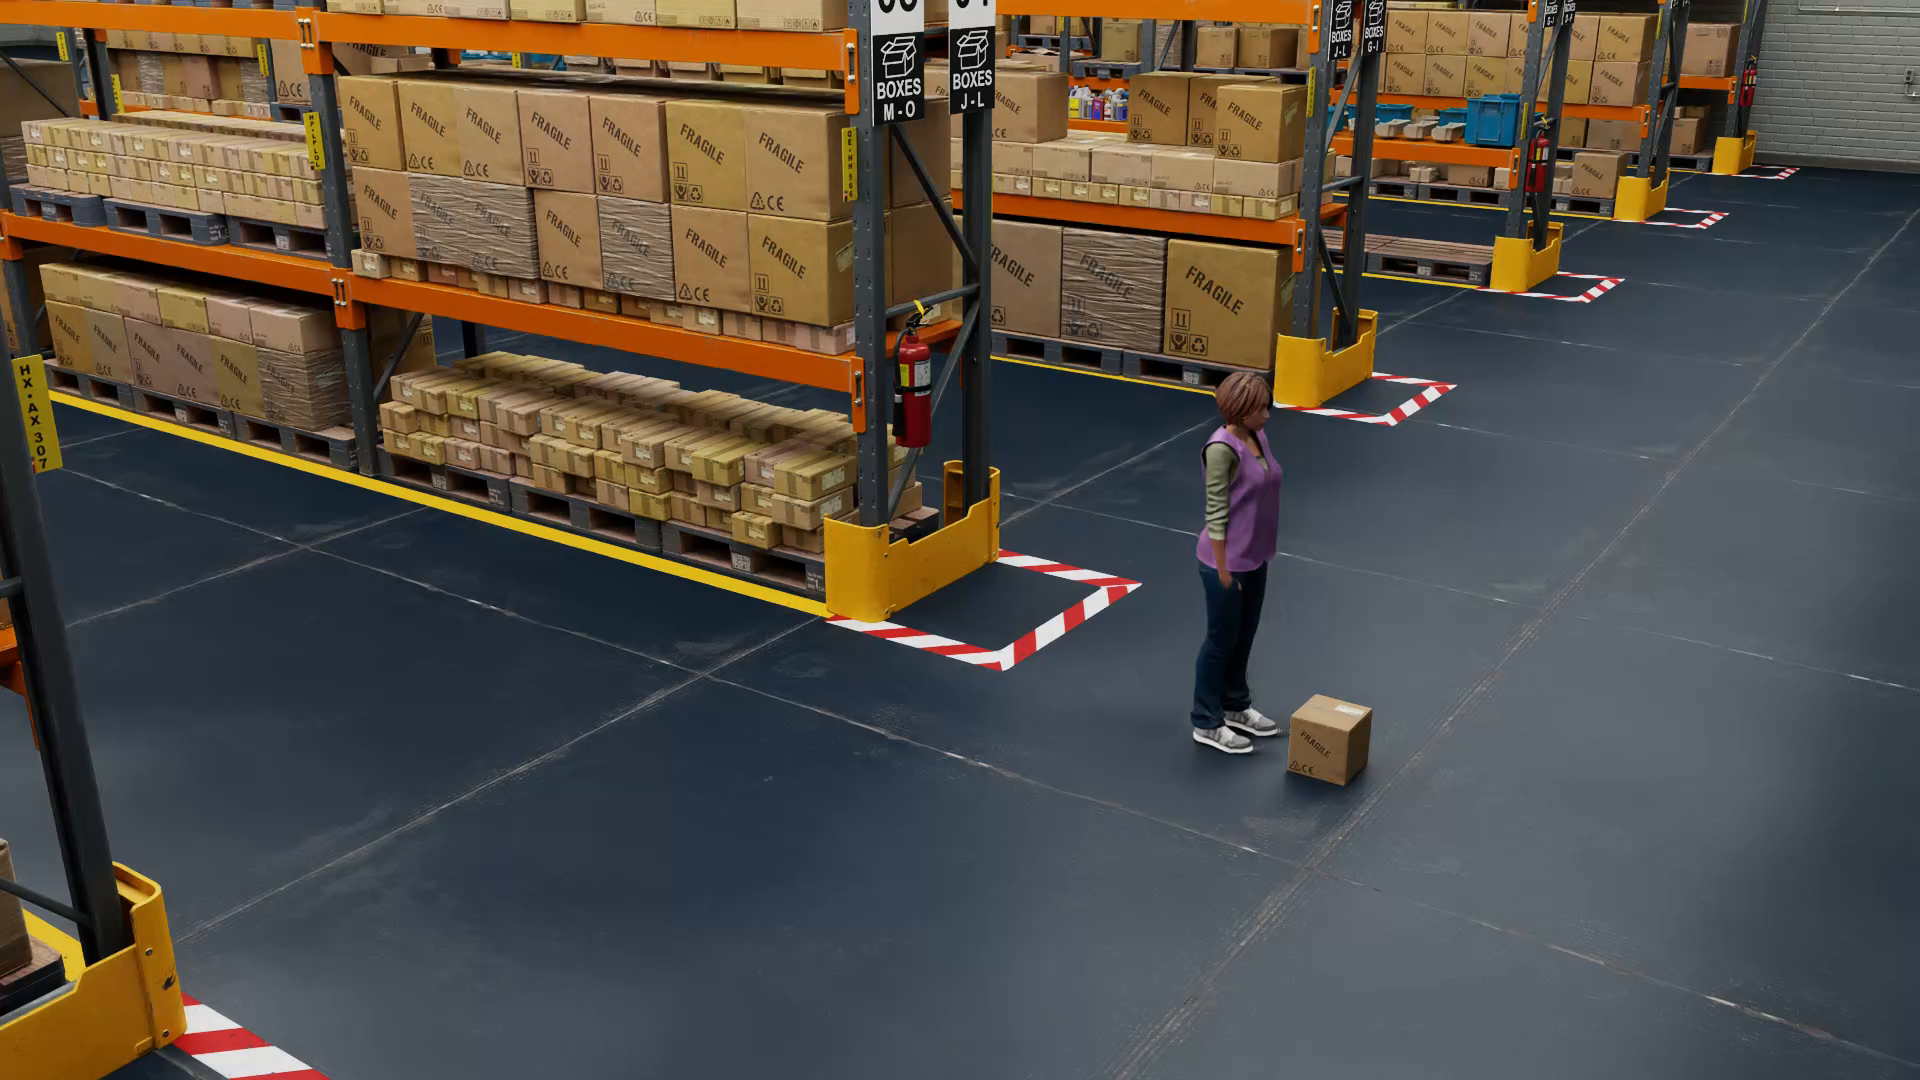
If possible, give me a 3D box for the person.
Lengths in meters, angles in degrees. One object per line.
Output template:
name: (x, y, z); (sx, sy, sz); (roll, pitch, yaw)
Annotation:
person: (1.148, 0.092, 6.829); (0.330, 1.604, 0.408); (14, 24, 33)
